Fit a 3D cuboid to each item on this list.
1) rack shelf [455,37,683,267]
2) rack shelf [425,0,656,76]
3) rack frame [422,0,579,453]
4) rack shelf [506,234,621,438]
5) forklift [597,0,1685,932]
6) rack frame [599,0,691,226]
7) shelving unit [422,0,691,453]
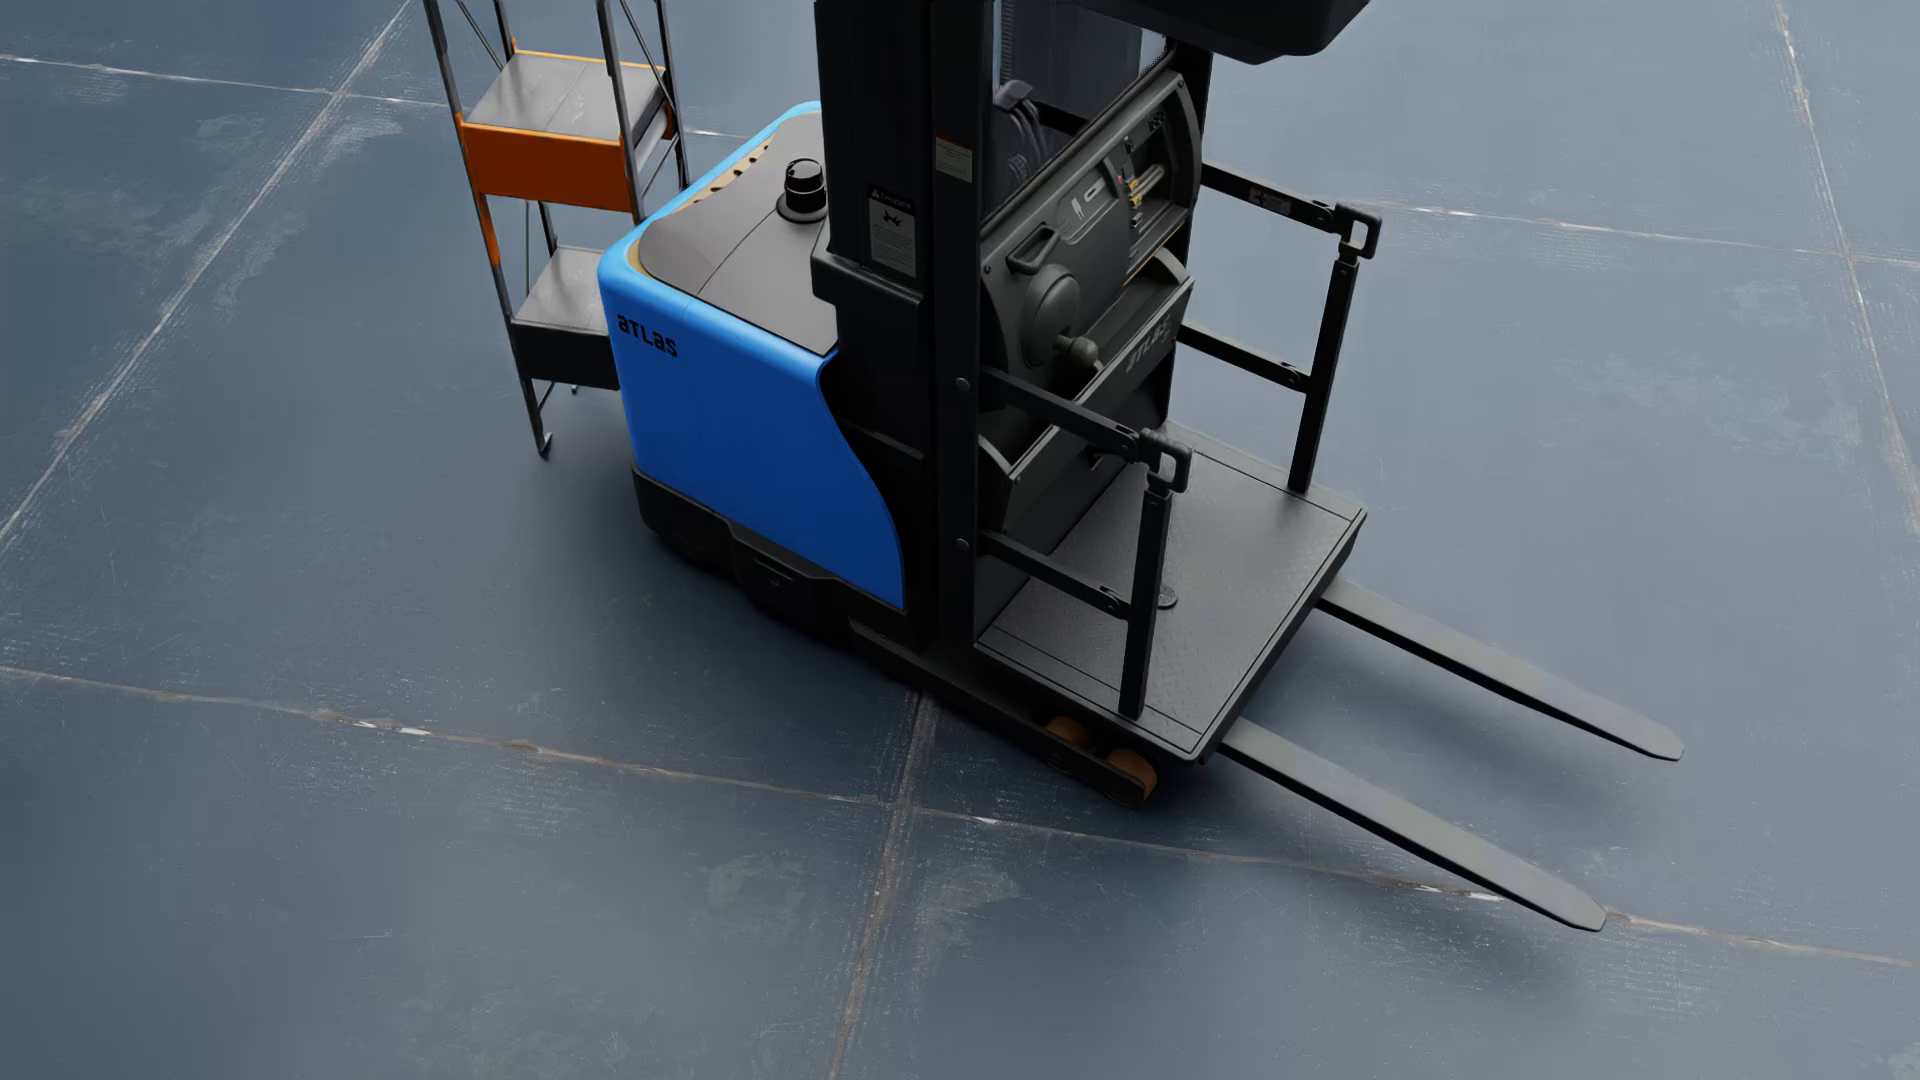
[{"bbox_3d":[-1.106,-1.097,4.838,0.480,0.518,0.431,9,48,8],"label":"rack shelf"},{"bbox_3d":[-1.104,-1.571,4.323,0.480,0.518,0.431,9,48,8],"label":"rack shelf"},{"bbox_3d":[-1.345,-1.143,4.861,0.015,2.100,0.400,9,48,8],"label":"rack frame"},{"bbox_3d":[-1.108,-0.622,5.353,0.480,0.518,0.431,9,48,8],"label":"rack shelf"},{"bbox_3d":[0.502,-0.702,3.910,3.031,2.935,1.130,27,53,22],"label":"forklift"},{"bbox_3d":[-0.867,-1.069,4.795,0.015,2.100,0.400,9,48,8],"label":"rack frame"},{"bbox_3d":[-1.106,-1.106,4.828,0.503,2.100,0.431,9,48,8],"label":"shelving unit"}]
